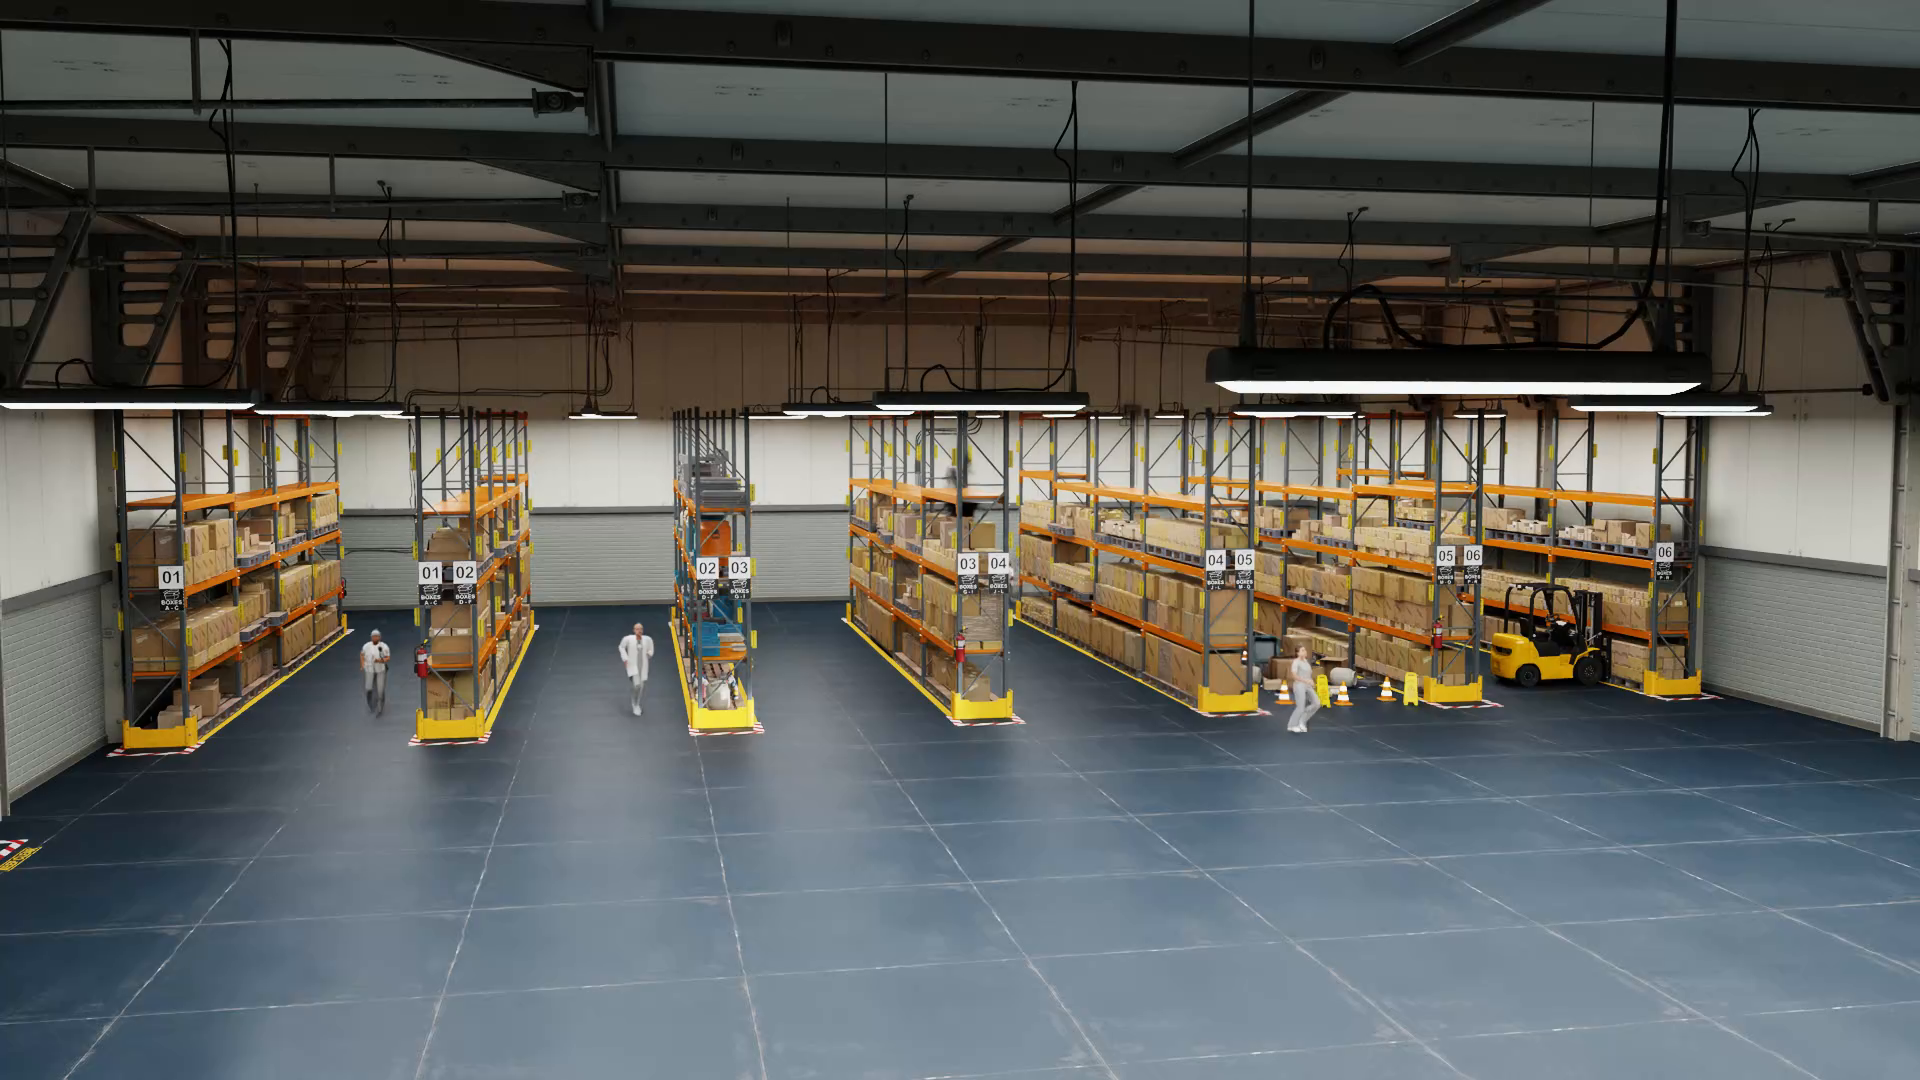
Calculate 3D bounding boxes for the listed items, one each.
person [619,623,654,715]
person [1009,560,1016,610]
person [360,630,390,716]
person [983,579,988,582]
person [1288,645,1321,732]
[{"bbox_3d":[-6.331,2.532,32.678,0.613,1.814,0.909,-2,5,-31],"label":"person"},{"bbox_3d":[1.480,1.375,49.725,0.845,1.664,0.618,-2,4,-20],"label":"person"},{"bbox_3d":[-11.405,2.597,32.434,0.581,1.664,0.680,-1,4,-14],"label":"person"},{"bbox_3d":[0.533,1.529,48.172,0.582,1.551,0.825,2,4,23],"label":"person"},{"bbox_3d":[6.308,2.728,30.555,0.610,1.623,0.578,4,6,45],"label":"person"}]
